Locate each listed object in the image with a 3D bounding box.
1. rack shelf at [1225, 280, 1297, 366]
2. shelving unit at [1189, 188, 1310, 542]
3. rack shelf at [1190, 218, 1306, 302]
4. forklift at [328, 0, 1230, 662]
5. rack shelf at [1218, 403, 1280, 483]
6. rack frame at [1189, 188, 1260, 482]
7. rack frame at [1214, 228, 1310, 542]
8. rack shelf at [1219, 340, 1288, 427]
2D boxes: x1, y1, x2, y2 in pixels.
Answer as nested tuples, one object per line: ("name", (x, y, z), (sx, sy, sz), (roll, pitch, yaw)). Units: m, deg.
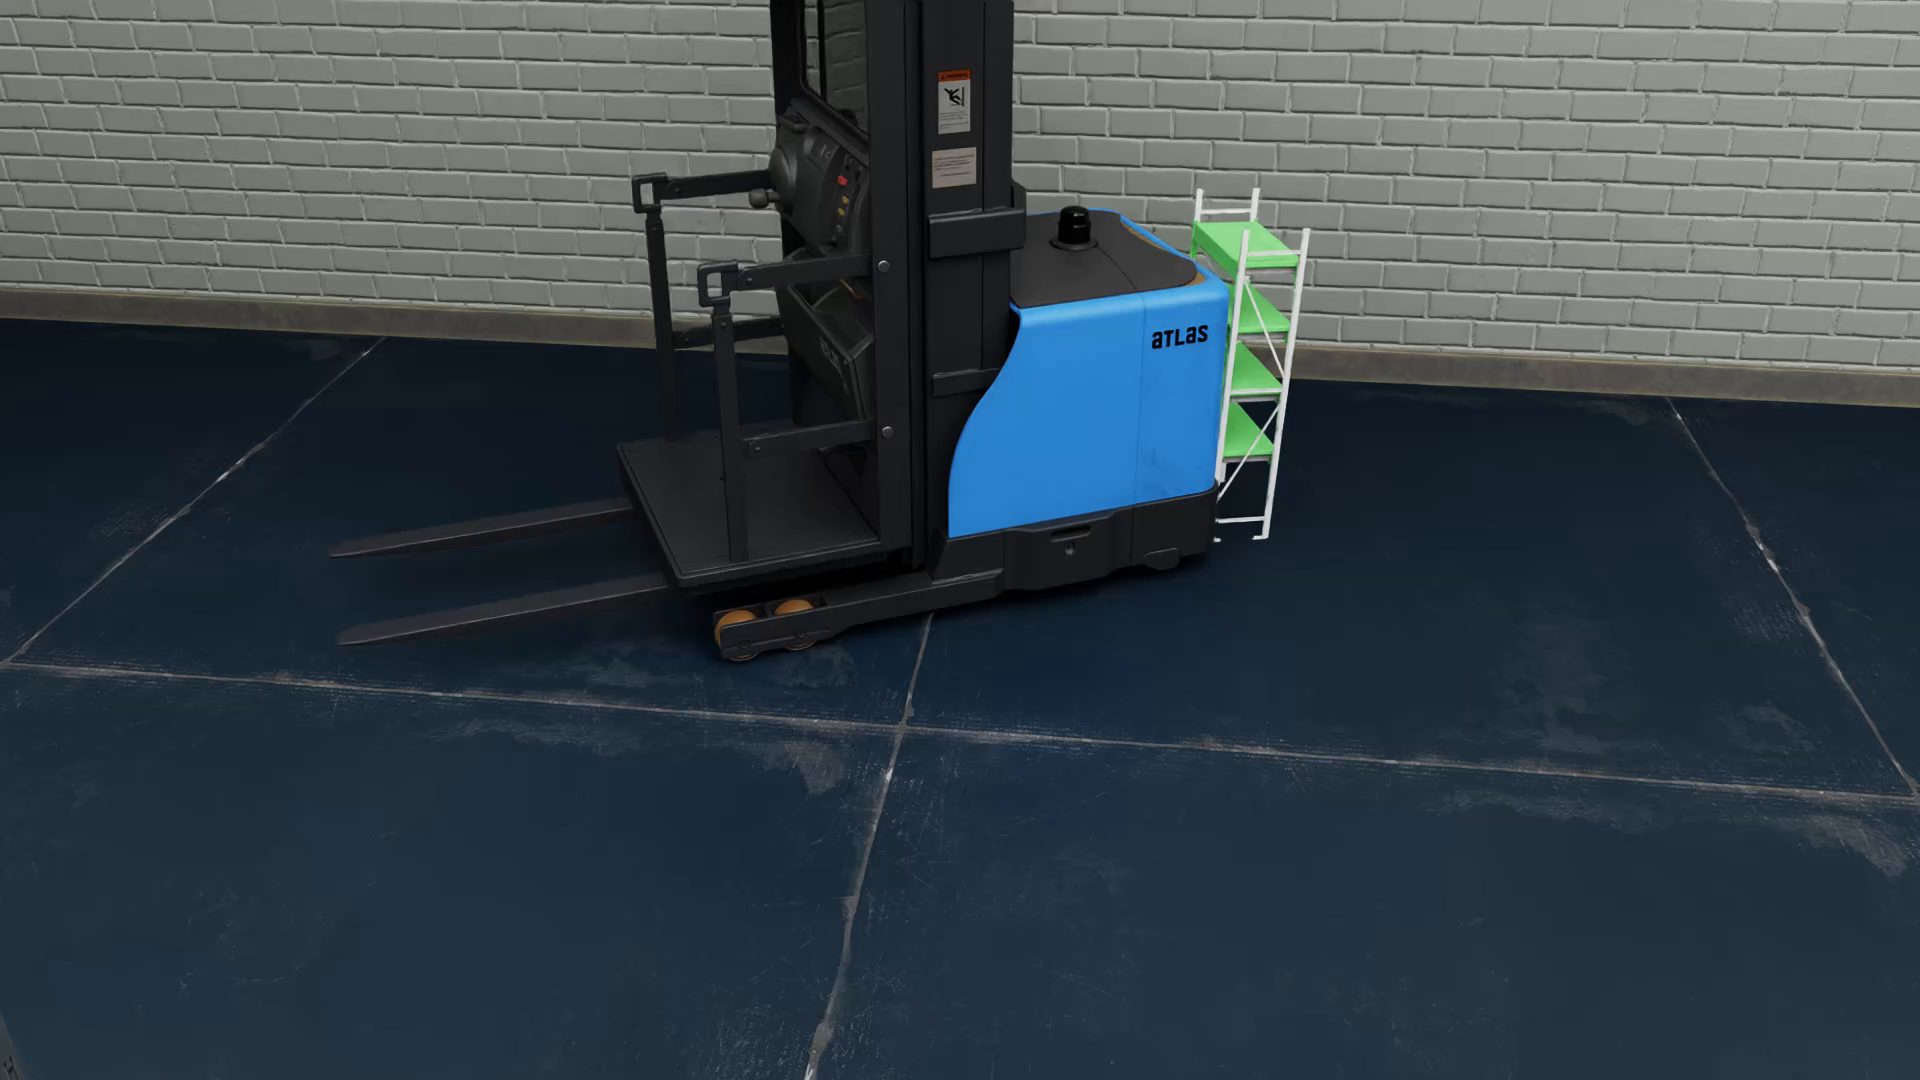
("rack shelf", (1.018, -0.800, 6.089), (0.258, 0.148, 0.480), (-4, 28, -11))
("shelving unit", (1.012, -0.645, 6.172), (0.258, 1.200, 0.503), (-4, 28, -11))
("rack shelf", (1.026, -1.012, 5.977), (0.258, 0.148, 0.480), (-4, 28, -11))
("forklift", (-0.642, -1.172, 5.335), (3.031, 2.935, 1.130), (-10, 30, -18))
("rack shelf", (1.001, -0.376, 6.314), (0.258, 0.148, 0.480), (-4, 28, -11))
("rack frame", (0.963, -0.758, 6.382), (0.240, 1.200, 0.015), (-4, 28, -11))
("rack frame", (1.060, -0.531, 5.961), (0.240, 1.200, 0.015), (-4, 28, -11))
("rack shelf", (1.010, -0.588, 6.202), (0.258, 0.148, 0.480), (-4, 28, -11))
